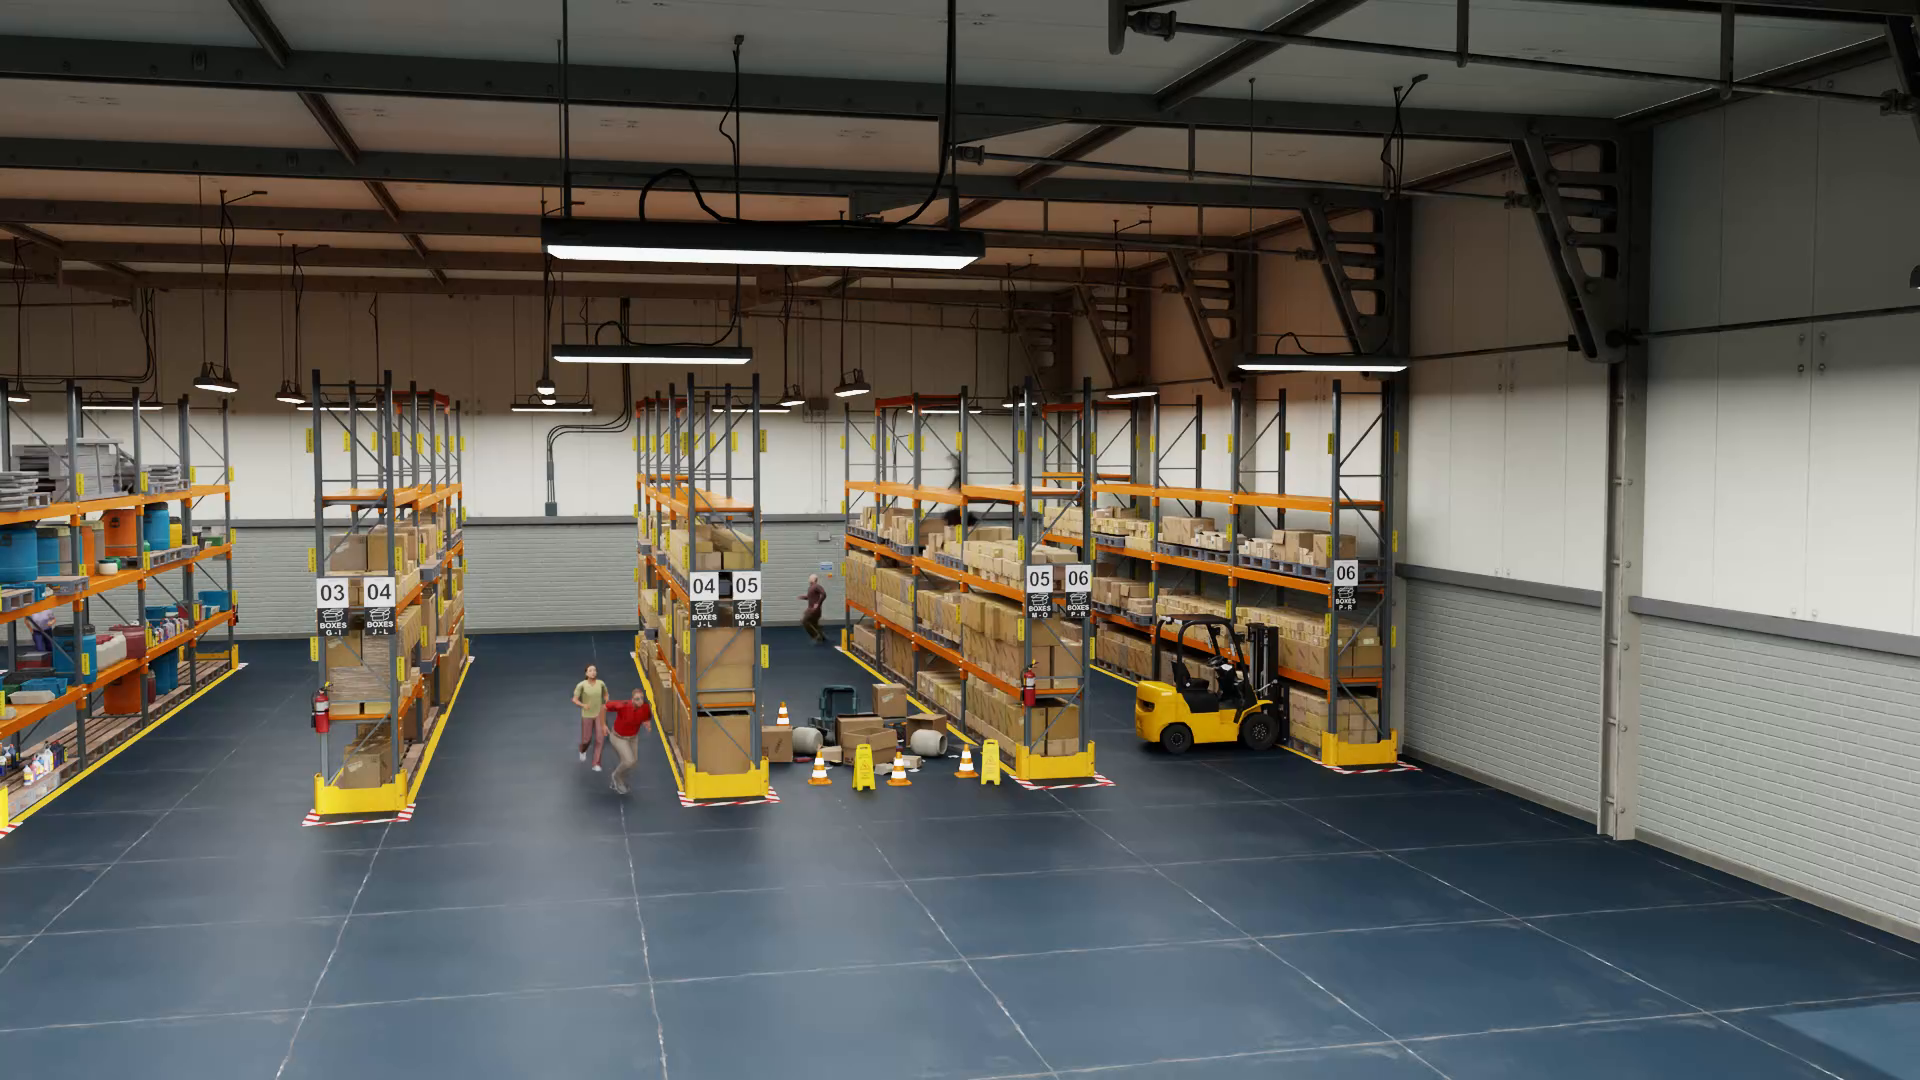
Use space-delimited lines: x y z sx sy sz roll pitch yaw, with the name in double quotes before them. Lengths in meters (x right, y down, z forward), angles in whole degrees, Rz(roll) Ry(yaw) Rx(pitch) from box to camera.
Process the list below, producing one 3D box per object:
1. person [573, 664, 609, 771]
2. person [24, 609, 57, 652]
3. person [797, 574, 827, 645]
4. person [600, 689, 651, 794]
"person" -5.664 2.799 25.567 0.562 1.448 0.758 -2 4 -26
"person" -20.046 2.099 36.293 0.606 1.667 0.790 -3 4 -40
"person" -3.679 1.746 41.396 0.744 1.787 0.734 -1 3 -10
"person" -4.733 2.903 23.560 0.697 1.458 0.921 -3 5 -43
